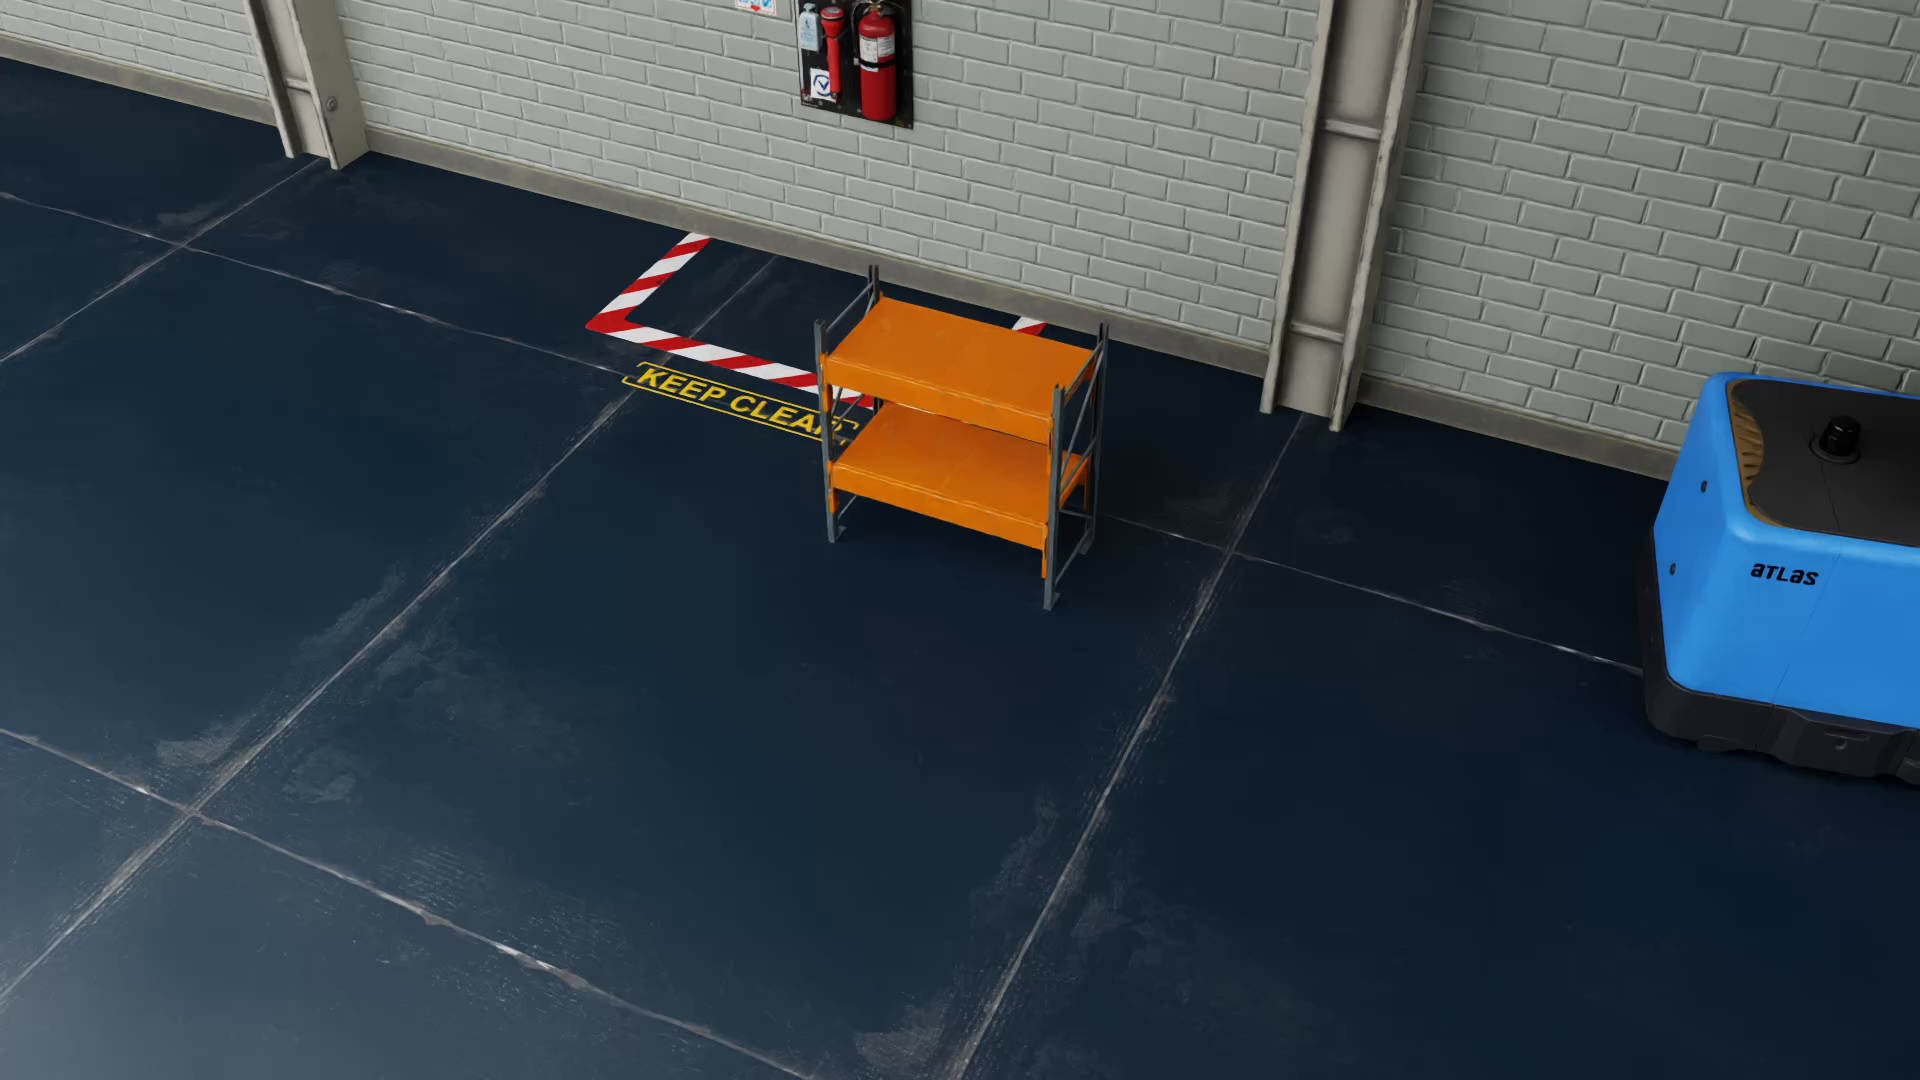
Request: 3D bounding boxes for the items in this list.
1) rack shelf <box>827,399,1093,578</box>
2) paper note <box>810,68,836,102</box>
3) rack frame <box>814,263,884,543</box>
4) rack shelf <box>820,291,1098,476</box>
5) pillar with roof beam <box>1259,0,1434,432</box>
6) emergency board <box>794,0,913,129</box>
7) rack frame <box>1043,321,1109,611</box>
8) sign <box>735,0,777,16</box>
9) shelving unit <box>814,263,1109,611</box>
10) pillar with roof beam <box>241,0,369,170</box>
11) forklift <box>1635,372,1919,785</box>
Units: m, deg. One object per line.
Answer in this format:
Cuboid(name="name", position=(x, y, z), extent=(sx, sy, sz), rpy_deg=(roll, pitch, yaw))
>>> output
Cuboid(name="rack shelf", position=(0.006, -0.238, 7.040), extent=(1.000, 0.278, 0.538), rpy_deg=(17, 44, 19))
Cuboid(name="paper note", position=(-0.678, -2.251, 8.230), extent=(0.142, 0.148, 0.016), rpy_deg=(17, 44, 19))
Cuboid(name="rack frame", position=(-0.455, -0.564, 7.042), extent=(0.032, 1.125, 0.500), rpy_deg=(17, 44, 19))
Cuboid(name="rack shelf", position=(0.006, -0.644, 6.688), extent=(1.000, 0.278, 0.538), rpy_deg=(17, 44, 19))
Cuboid(name="pillar with roof beam", position=(-0.143, -1.499, 2.109), extent=(0.400, 9.000, 9.100), rpy_deg=(17, 44, 19))
Cuboid(name="emergency board", position=(-0.547, -2.494, 7.837), extent=(0.643, 1.169, 0.194), rpy_deg=(17, 44, 19))
Cuboid(name="rack frame", position=(0.467, -0.282, 6.717), extent=(0.032, 1.125, 0.500), rpy_deg=(17, 44, 19))
Cuboid(name="sign", position=(-1.004, -2.722, 8.073), extent=(0.234, 0.329, 0.001), rpy_deg=(17, 44, 19))
Cuboid(name="shelving unit", position=(0.006, -0.423, 6.879), extent=(1.048, 1.125, 0.538), rpy_deg=(17, 44, 19))
Cuboid(name="pillar with roof beam", position=(-5.581, -3.160, 4.026), extent=(0.400, 9.000, 9.100), rpy_deg=(17, 44, 19))
Cuboid(name="forklift", position=(4.202, -0.414, 5.490), extent=(3.031, 2.935, 1.130), rpy_deg=(9, 42, 11))
